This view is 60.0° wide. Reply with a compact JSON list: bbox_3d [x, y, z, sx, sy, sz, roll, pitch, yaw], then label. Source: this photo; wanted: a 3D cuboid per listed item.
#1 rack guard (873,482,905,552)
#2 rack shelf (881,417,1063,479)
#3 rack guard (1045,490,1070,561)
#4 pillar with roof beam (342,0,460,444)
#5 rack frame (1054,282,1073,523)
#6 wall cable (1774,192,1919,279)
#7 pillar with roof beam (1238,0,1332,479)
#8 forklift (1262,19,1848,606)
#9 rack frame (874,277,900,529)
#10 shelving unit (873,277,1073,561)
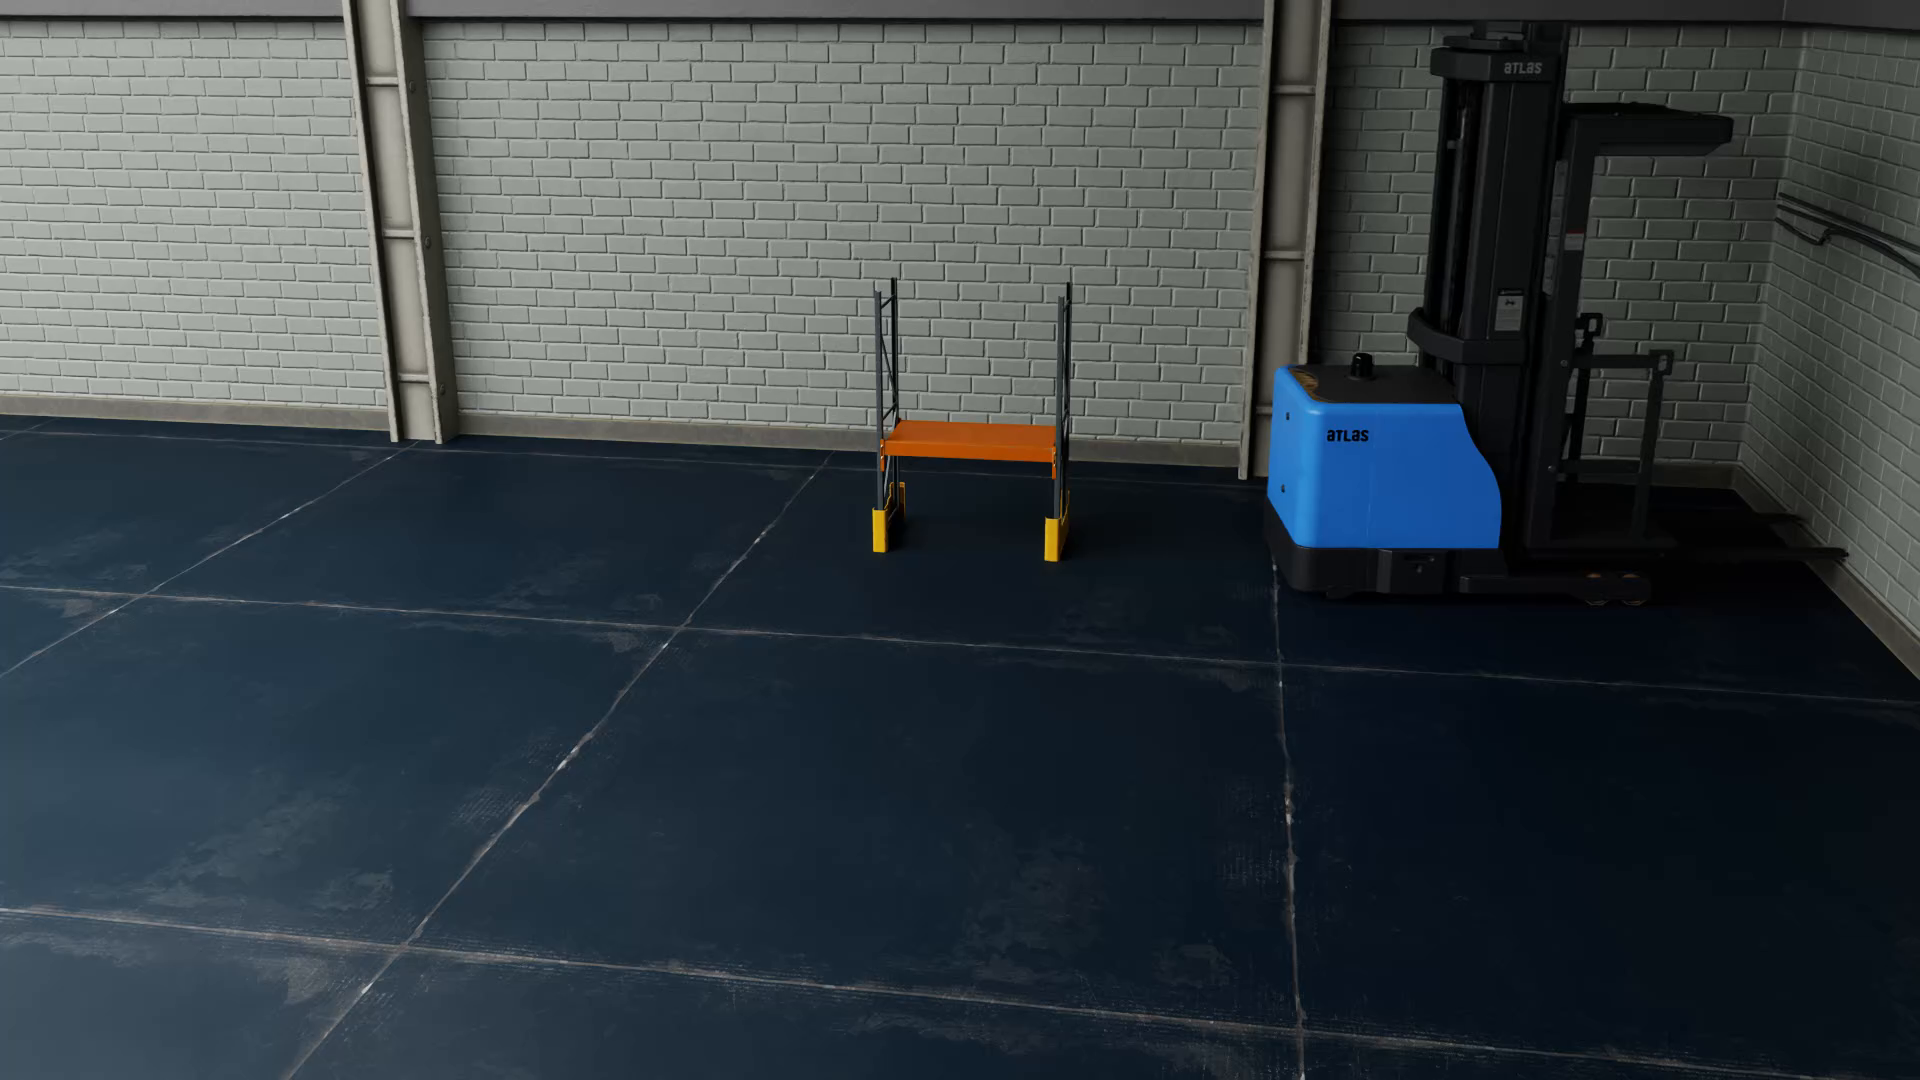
[{"bbox_3d":[-0.416,-0.140,9.827,0.087,0.250,0.587,3,19,9],"label":"rack guard"},{"bbox_3d":[0.084,-0.536,9.609,1.000,0.185,0.538,3,19,9],"label":"rack shelf"},{"bbox_3d":[0.567,-0.090,9.677,0.087,0.250,0.587,3,19,9],"label":"rack guard"},{"bbox_3d":[-4.541,-3.663,6.567,0.400,9.000,9.100,3,19,9],"label":"pillar with roof beam"},{"bbox_3d":[0.586,-0.681,9.476,0.032,1.500,0.500,3,19,9],"label":"rack frame"},{"bbox_3d":[4.764,-2.674,8.507,0.112,2.526,3.097,3,19,9],"label":"wall cable"},{"bbox_3d":[1.383,-3.361,5.665,0.400,9.000,9.100,3,19,9],"label":"pillar with roof beam"},{"bbox_3d":[3.270,-1.212,8.807,3.031,2.935,1.130,0,19,0],"label":"forklift"},{"bbox_3d":[-0.418,-0.733,9.629,0.032,1.500,0.500,3,19,9],"label":"rack frame"},{"bbox_3d":[0.075,-0.707,9.554,1.083,1.500,0.587,3,19,9],"label":"shelving unit"}]
